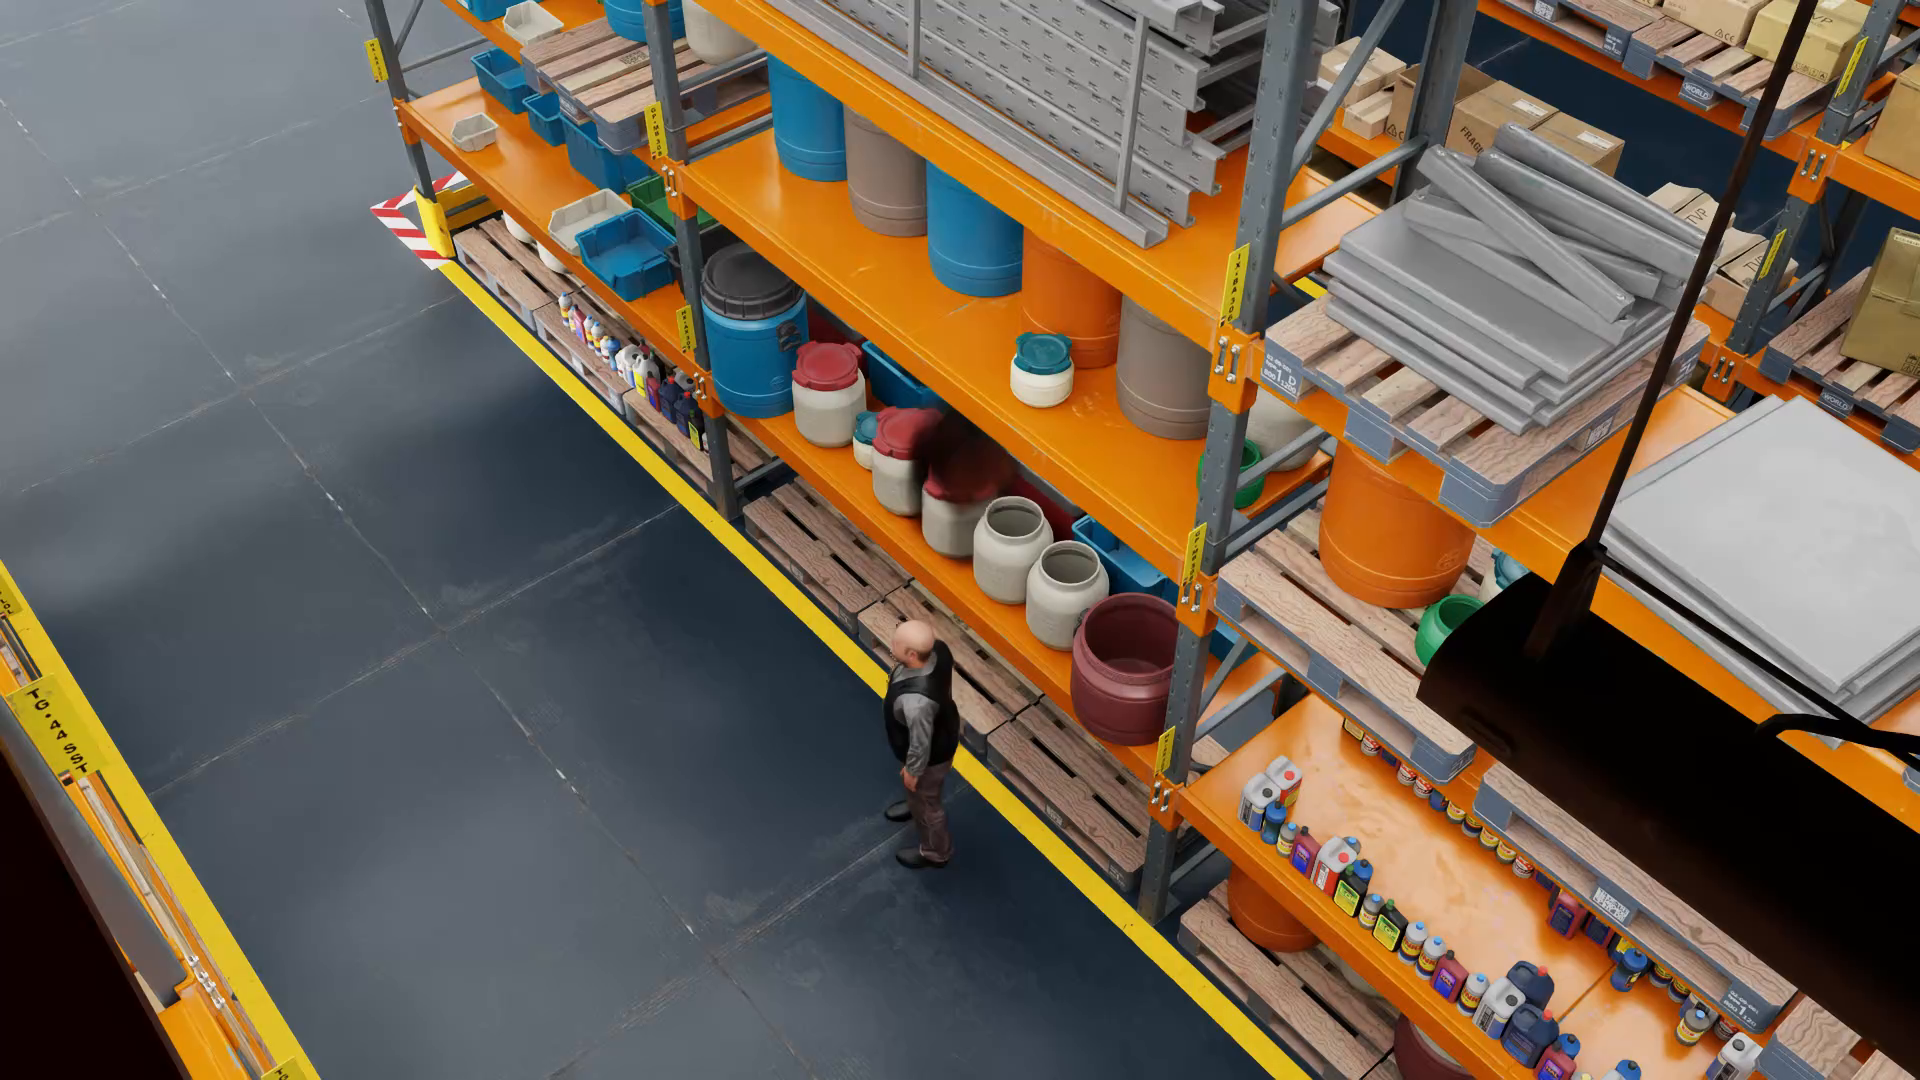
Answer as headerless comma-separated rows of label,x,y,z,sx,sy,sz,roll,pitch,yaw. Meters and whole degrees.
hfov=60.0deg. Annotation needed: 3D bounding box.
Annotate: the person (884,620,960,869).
person,-0.219,1.040,8.634,0.430,1.726,0.576,5,47,4
